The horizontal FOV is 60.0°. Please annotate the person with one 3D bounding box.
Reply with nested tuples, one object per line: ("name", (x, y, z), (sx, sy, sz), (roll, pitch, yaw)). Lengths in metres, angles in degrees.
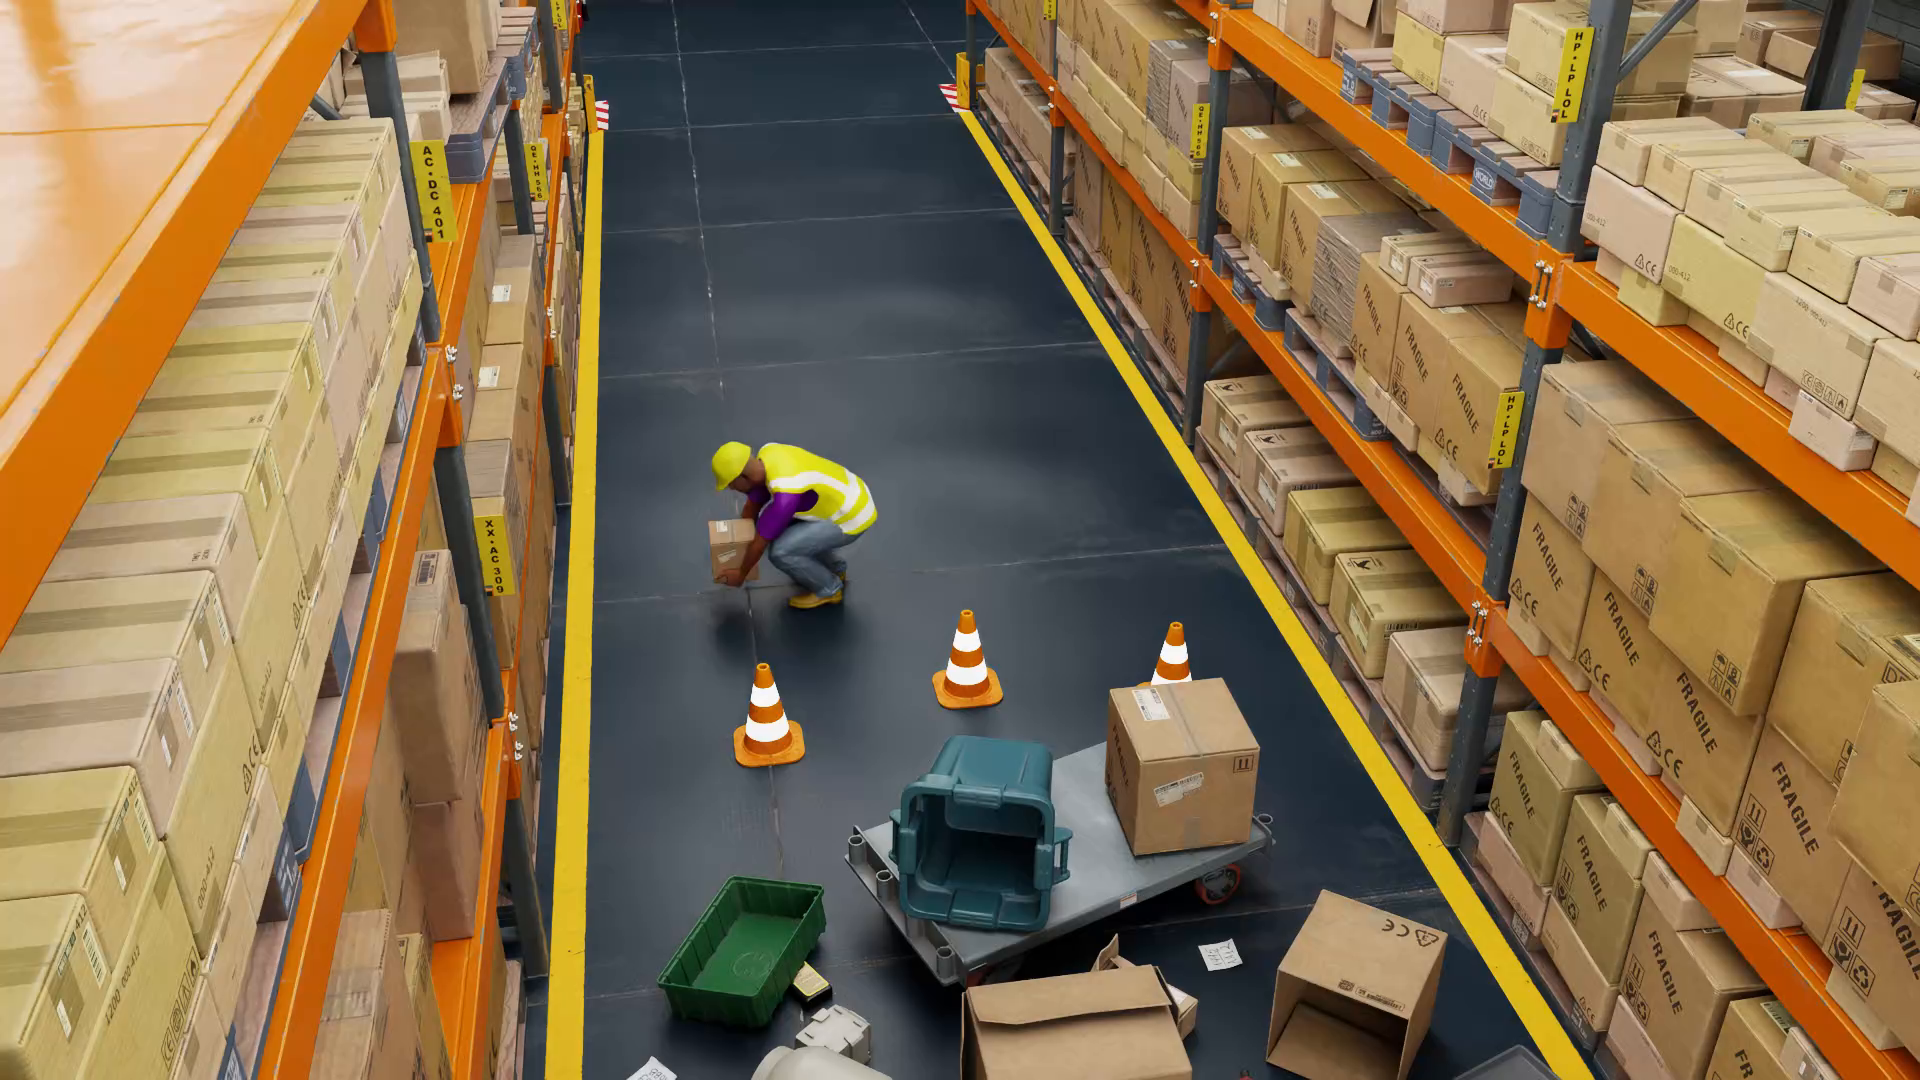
("person", (-0.904, -0.114, 9.054), (0.905, 1.011, 0.541), (-6, 31, -10))
